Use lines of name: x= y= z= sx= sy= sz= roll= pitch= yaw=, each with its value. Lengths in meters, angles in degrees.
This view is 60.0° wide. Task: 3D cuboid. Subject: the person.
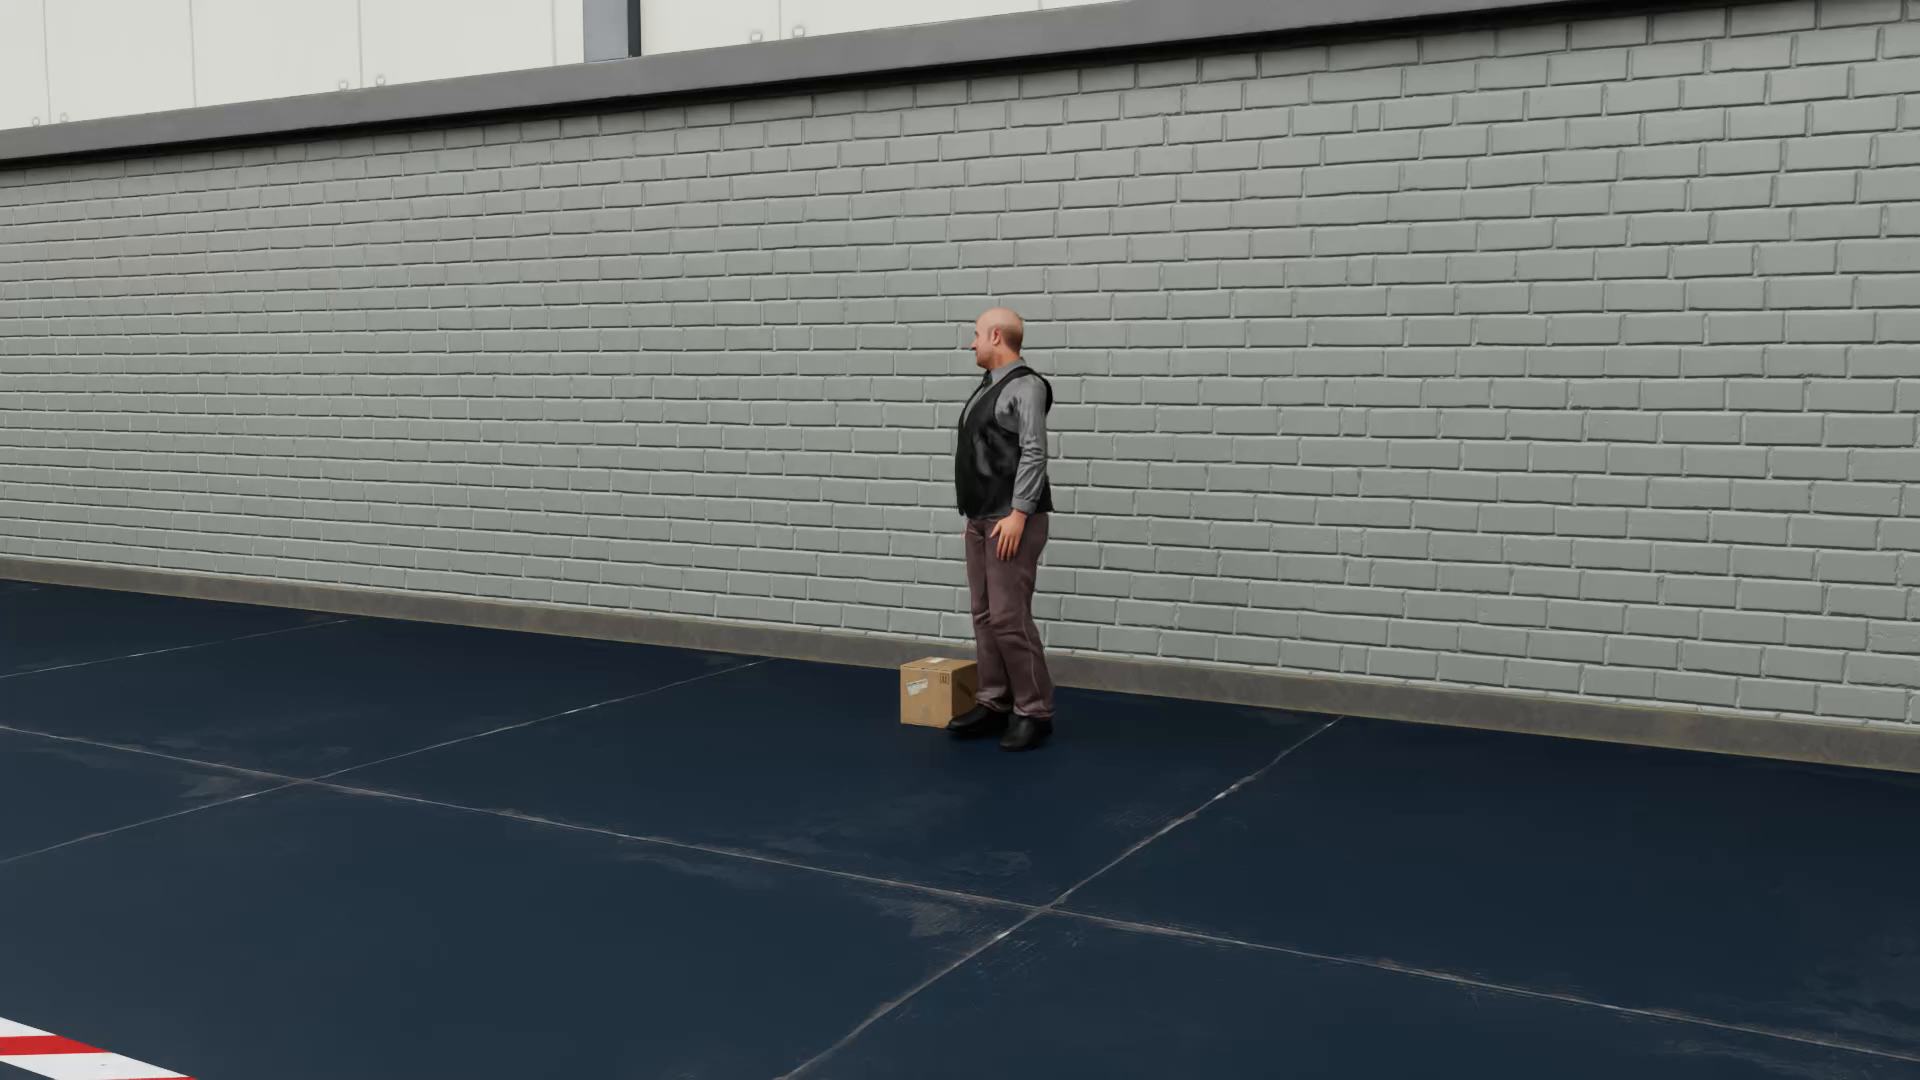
person: x=0.154 y=-0.055 z=6.698 sx=0.397 sy=1.750 sz=0.583 roll=-2 pitch=6 yaw=-20
